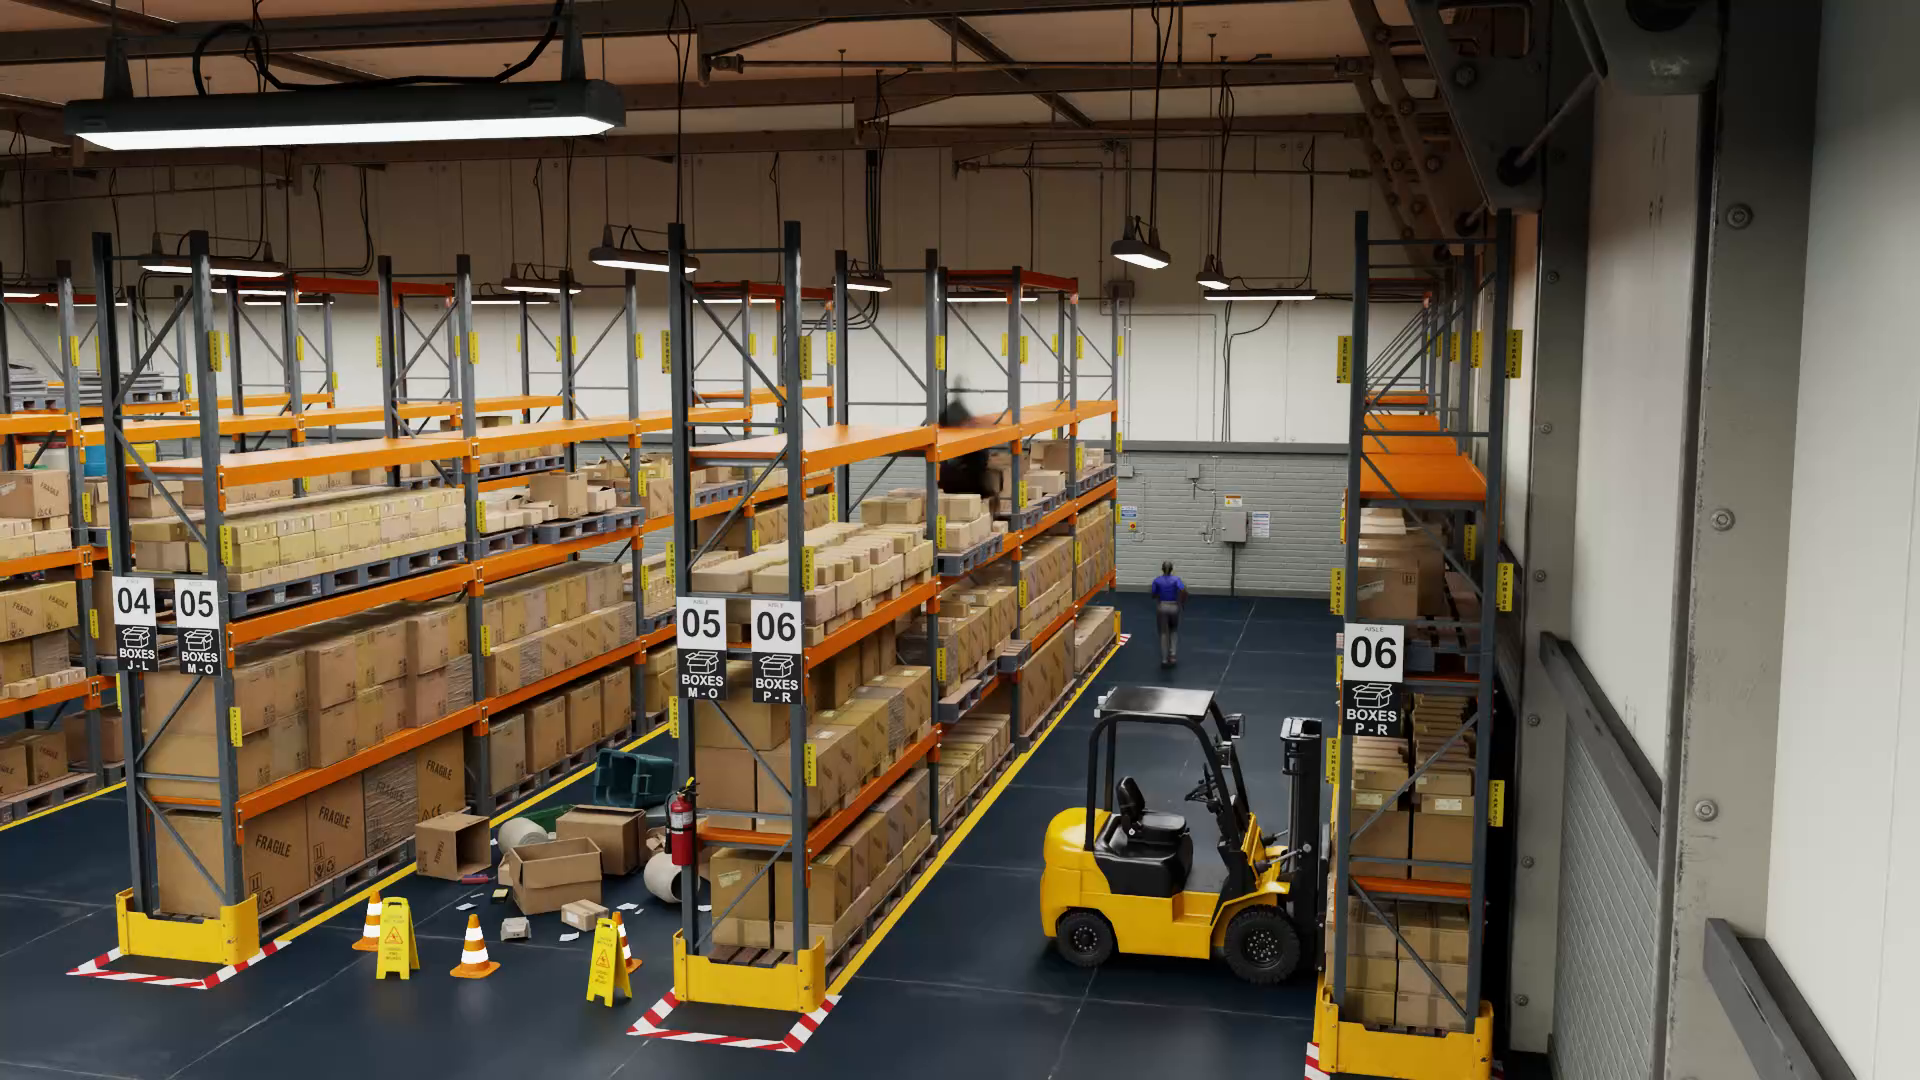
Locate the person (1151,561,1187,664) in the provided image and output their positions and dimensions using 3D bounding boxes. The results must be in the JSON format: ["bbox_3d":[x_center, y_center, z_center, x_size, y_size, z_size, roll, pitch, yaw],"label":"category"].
[{"bbox_3d":[3.278,1.164,26.197,0.541,1.700,0.724,0,7,2],"label":"person"}]
